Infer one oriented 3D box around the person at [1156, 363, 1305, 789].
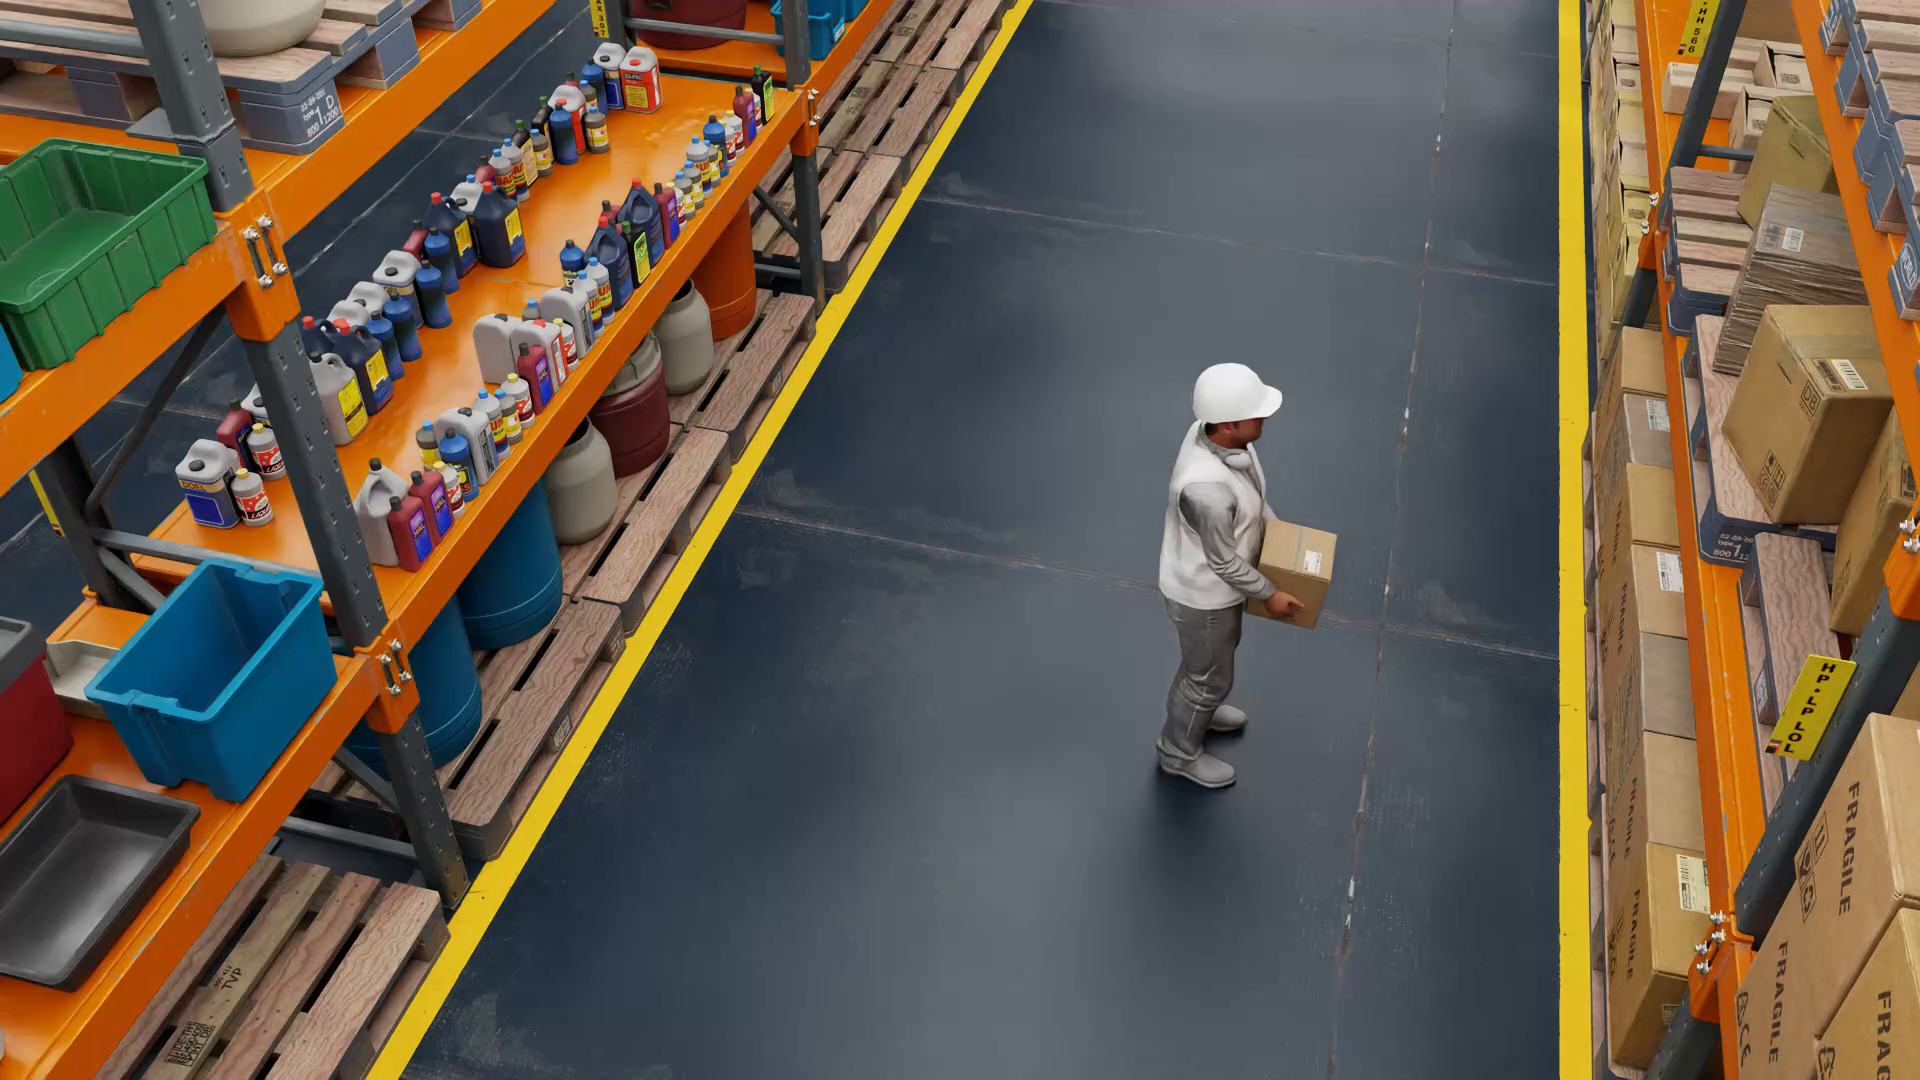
[{"bbox_3d":[0.984,0.131,5.982,0.529,1.778,0.528,10,42,11],"label":"person"}]
